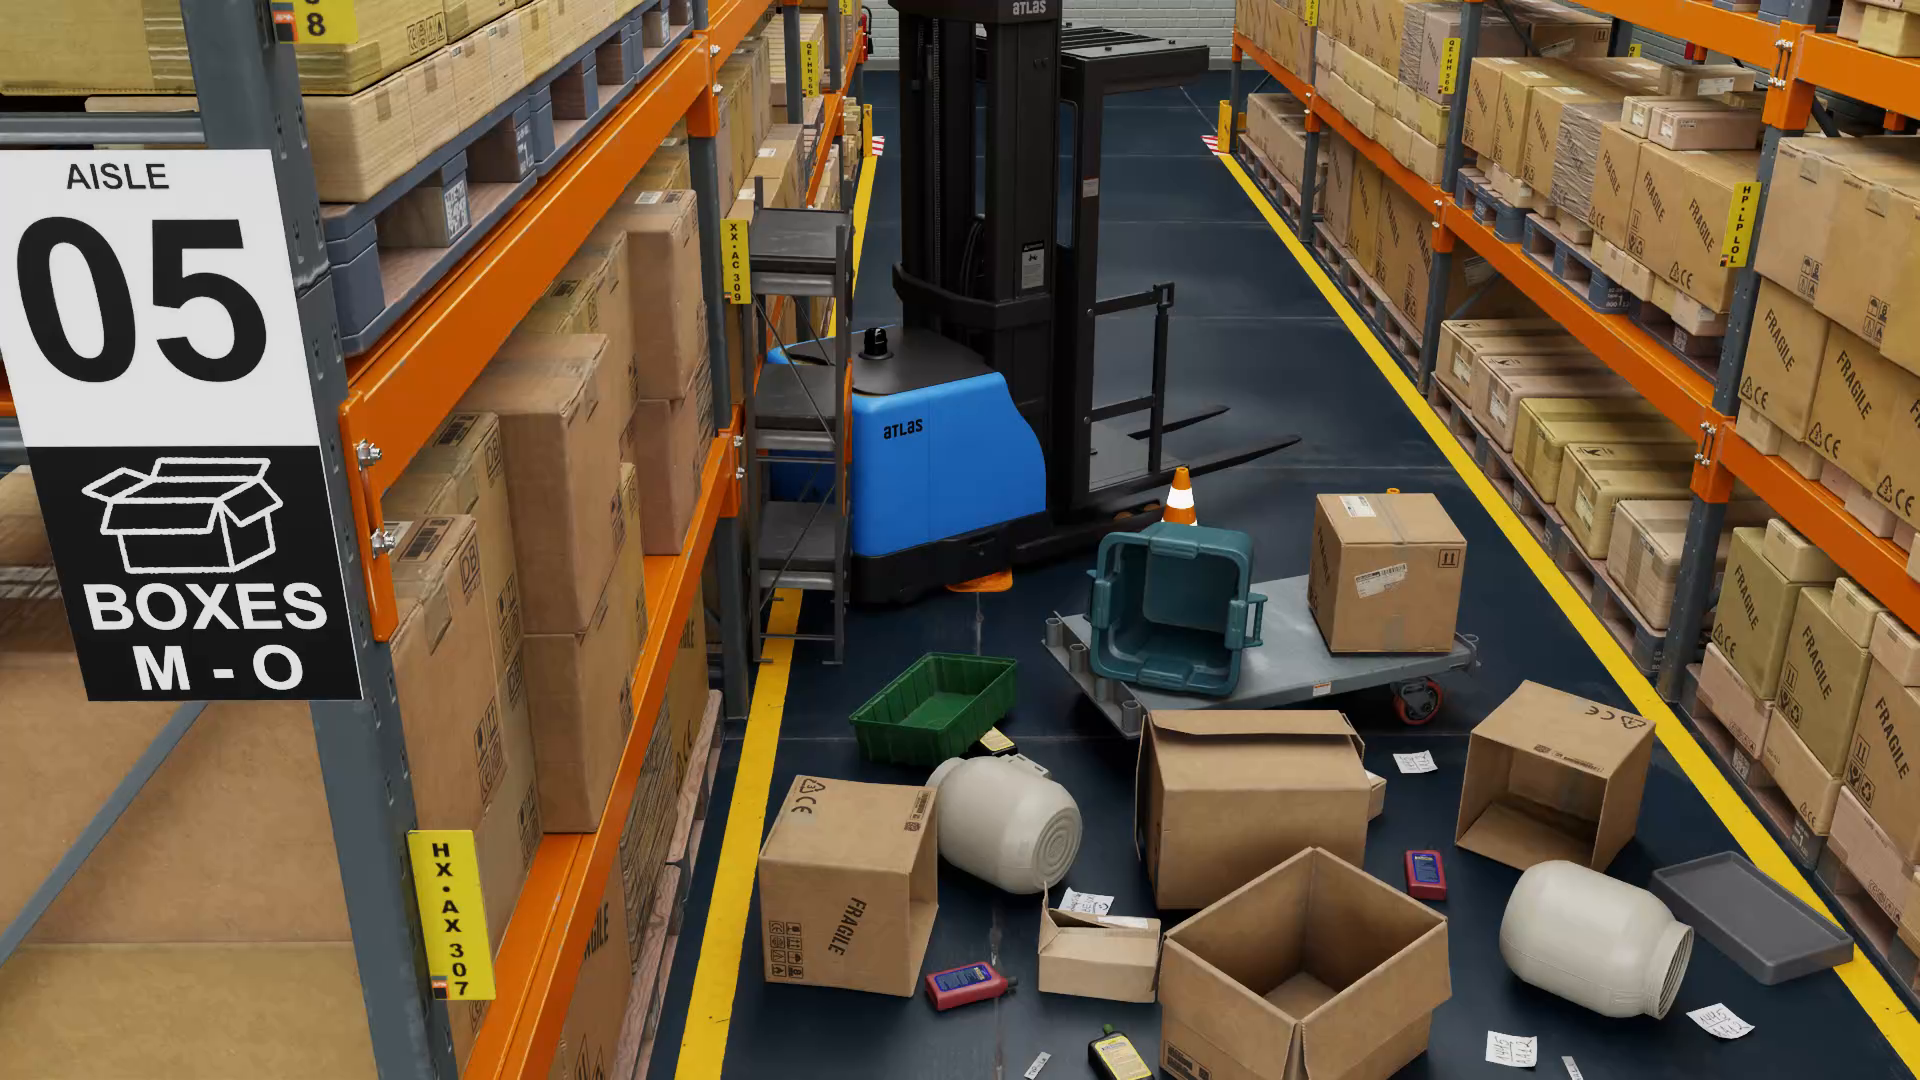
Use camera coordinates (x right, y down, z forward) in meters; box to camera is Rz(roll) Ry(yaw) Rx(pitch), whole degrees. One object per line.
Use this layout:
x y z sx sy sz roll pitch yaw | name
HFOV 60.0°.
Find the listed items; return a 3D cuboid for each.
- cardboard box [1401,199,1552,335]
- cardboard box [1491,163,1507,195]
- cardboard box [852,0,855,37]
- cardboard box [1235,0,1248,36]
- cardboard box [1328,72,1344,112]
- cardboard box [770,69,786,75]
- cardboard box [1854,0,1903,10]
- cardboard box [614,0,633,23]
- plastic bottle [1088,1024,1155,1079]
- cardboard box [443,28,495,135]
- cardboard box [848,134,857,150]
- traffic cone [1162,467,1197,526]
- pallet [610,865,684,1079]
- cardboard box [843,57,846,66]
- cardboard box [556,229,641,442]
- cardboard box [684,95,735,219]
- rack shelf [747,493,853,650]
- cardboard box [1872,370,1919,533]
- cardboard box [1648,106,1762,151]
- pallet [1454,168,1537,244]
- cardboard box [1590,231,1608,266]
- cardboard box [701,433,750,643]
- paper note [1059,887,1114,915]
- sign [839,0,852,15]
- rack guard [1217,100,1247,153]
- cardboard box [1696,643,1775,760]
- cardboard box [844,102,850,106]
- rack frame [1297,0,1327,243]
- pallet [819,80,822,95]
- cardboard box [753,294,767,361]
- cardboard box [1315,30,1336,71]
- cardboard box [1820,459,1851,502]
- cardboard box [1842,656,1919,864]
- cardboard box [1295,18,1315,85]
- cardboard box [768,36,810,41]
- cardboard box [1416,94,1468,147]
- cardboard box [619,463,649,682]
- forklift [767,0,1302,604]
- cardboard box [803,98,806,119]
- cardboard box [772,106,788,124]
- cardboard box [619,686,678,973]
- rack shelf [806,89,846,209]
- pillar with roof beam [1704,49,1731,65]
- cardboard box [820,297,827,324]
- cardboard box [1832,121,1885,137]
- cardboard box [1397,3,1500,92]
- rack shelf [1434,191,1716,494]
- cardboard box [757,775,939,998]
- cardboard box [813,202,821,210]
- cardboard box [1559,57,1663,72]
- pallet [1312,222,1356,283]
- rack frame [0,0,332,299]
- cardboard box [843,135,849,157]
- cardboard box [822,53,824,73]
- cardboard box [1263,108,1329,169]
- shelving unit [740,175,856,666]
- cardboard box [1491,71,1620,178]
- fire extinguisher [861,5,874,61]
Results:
3.577 -1.840 11.246 0.875 0.875 0.875 0 24 -1 | cardboard box
3.246 -2.044 9.424 0.380 0.149 0.250 -2 24 -4 | cardboard box
-1.261 -4.934 15.538 0.500 0.500 0.500 1 24 2 | cardboard box
3.132 -5.474 17.092 0.500 0.500 0.500 0 24 -1 | cardboard box
3.206 -3.515 13.065 0.500 0.250 0.500 -1 24 -2 | cardboard box
-1.264 -2.917 10.634 0.380 0.149 0.250 -1 24 -2 | cardboard box
3.276 -1.934 5.568 0.500 0.250 0.500 -1 24 -2 | cardboard box
-1.064 -1.435 4.316 0.380 0.149 0.250 0 24 -1 | cardboard box
0.482 1.604 5.130 0.133 0.061 0.283 -9 26 -19 | plastic bottle
-1.049 -0.811 2.937 0.380 0.149 0.250 0 24 0 | cardboard box
-1.217 -3.948 16.429 0.380 0.149 0.250 0 24 0 | cardboard box
1.129 -0.147 8.513 0.336 0.463 0.334 0 24 -1 | traffic cone
-1.457 1.469 5.246 1.003 0.211 1.213 0 24 -1 | pallet
-1.234 -4.351 15.036 0.380 0.149 0.250 0 24 0 | cardboard box
-1.443 -0.578 4.896 0.875 0.550 0.550 0 24 -1 | cardboard box
-1.428 -1.745 7.634 0.700 0.500 0.500 0 24 0 | cardboard box
-0.715 0.140 7.521 0.431 0.518 0.480 2 33 -1 | rack shelf
3.292 -0.268 5.220 0.500 0.500 0.500 0 24 -1 | cardboard box
3.294 -1.824 7.364 0.380 0.149 0.250 -1 24 -2 | cardboard box
3.616 -1.951 9.656 1.213 0.211 1.003 0 24 -1 | pallet
3.267 -1.391 7.981 0.380 0.149 0.250 0 24 -1 | cardboard box
-1.500 -0.041 7.421 1.050 0.750 0.750 0 24 -1 | cardboard box
0.441 1.289 5.873 0.172 0.023 0.155 8 26 18 | paper note
-0.936 -4.447 13.538 0.100 0.325 0.005 0 24 -1 | sign
3.414 -4.499 18.090 1.175 0.500 0.348 0 24 -1 | rack guard
3.282 0.623 6.560 0.500 0.250 0.500 -1 24 -3 | cardboard box
-1.330 -4.407 17.081 0.380 0.149 0.250 0 24 0 | cardboard box
3.458 -3.980 13.909 1.000 3.000 0.127 0 24 -1 | rack frame
-1.628 -3.513 13.109 1.003 0.211 1.213 0 24 -1 | pallet
-1.146 -1.091 7.400 0.500 0.500 0.500 0 24 0 | cardboard box
3.181 -3.956 13.433 0.500 0.250 0.500 -1 24 -2 | cardboard box
3.316 -0.224 5.910 0.380 0.149 0.250 0 24 -1 | cardboard box
3.303 0.715 5.445 0.500 0.500 0.500 1 24 2 | cardboard box
3.197 -4.215 14.308 0.500 0.500 0.500 0 24 0 | cardboard box
-1.278 -3.562 12.059 0.380 0.149 0.250 -1 24 -3 | cardboard box
3.242 -2.689 10.631 0.500 0.250 0.500 0 24 -1 | cardboard box
-1.365 0.132 4.636 0.875 0.550 0.500 0 24 -1 | cardboard box
0.518 -1.480 8.465 3.031 2.935 1.130 -16 29 -31 | forklift
-1.266 -2.972 11.477 0.380 0.149 0.250 1 24 1 | cardboard box
-1.252 -2.680 10.469 0.380 0.149 0.250 1 24 2 | cardboard box
-1.453 0.789 5.435 0.875 0.875 0.875 0 24 0 | cardboard box
-1.469 -2.764 12.094 1.077 0.370 4.000 0 24 -1 | rack shelf
4.945 -9.481 18.792 9.100 9.000 0.400 0 24 -1 | pillar with roof beam
-1.209 -1.820 11.657 0.500 0.500 0.500 0 24 0 | cardboard box
8.271 -3.671 15.751 0.700 0.500 0.500 -1 24 -3 | cardboard box
3.220 -3.256 10.974 0.500 0.500 0.500 0 24 0 | cardboard box
3.523 -1.179 8.591 1.077 0.370 4.000 0 24 -1 | rack shelf
-0.360 1.154 5.589 0.500 0.500 0.500 4 25 9 | cardboard box
-1.218 -2.156 11.490 0.500 0.250 0.500 -1 24 -1 | cardboard box
3.784 -2.518 9.685 0.500 0.500 0.500 -1 24 -2 | cardboard box
3.542 -2.391 13.781 1.003 0.211 1.213 0 24 -1 | pallet
-1.360 -1.704 1.598 1.000 3.000 0.127 0 24 -1 | rack frame
-1.230 -3.652 15.413 0.380 0.149 0.250 0 24 1 | cardboard box
-1.288 -3.830 13.373 0.380 0.149 0.250 -1 24 -2 | cardboard box
3.540 -4.003 16.561 0.875 0.438 0.875 0 24 1 | cardboard box
-0.684 -0.461 7.137 0.431 2.100 0.503 2 33 -1 | shelving unit
3.288 -2.303 9.209 0.500 0.500 0.500 1 24 2 | cardboard box
-1.076 -5.465 17.739 0.296 0.674 0.183 0 24 -1 | fire extinguisher
